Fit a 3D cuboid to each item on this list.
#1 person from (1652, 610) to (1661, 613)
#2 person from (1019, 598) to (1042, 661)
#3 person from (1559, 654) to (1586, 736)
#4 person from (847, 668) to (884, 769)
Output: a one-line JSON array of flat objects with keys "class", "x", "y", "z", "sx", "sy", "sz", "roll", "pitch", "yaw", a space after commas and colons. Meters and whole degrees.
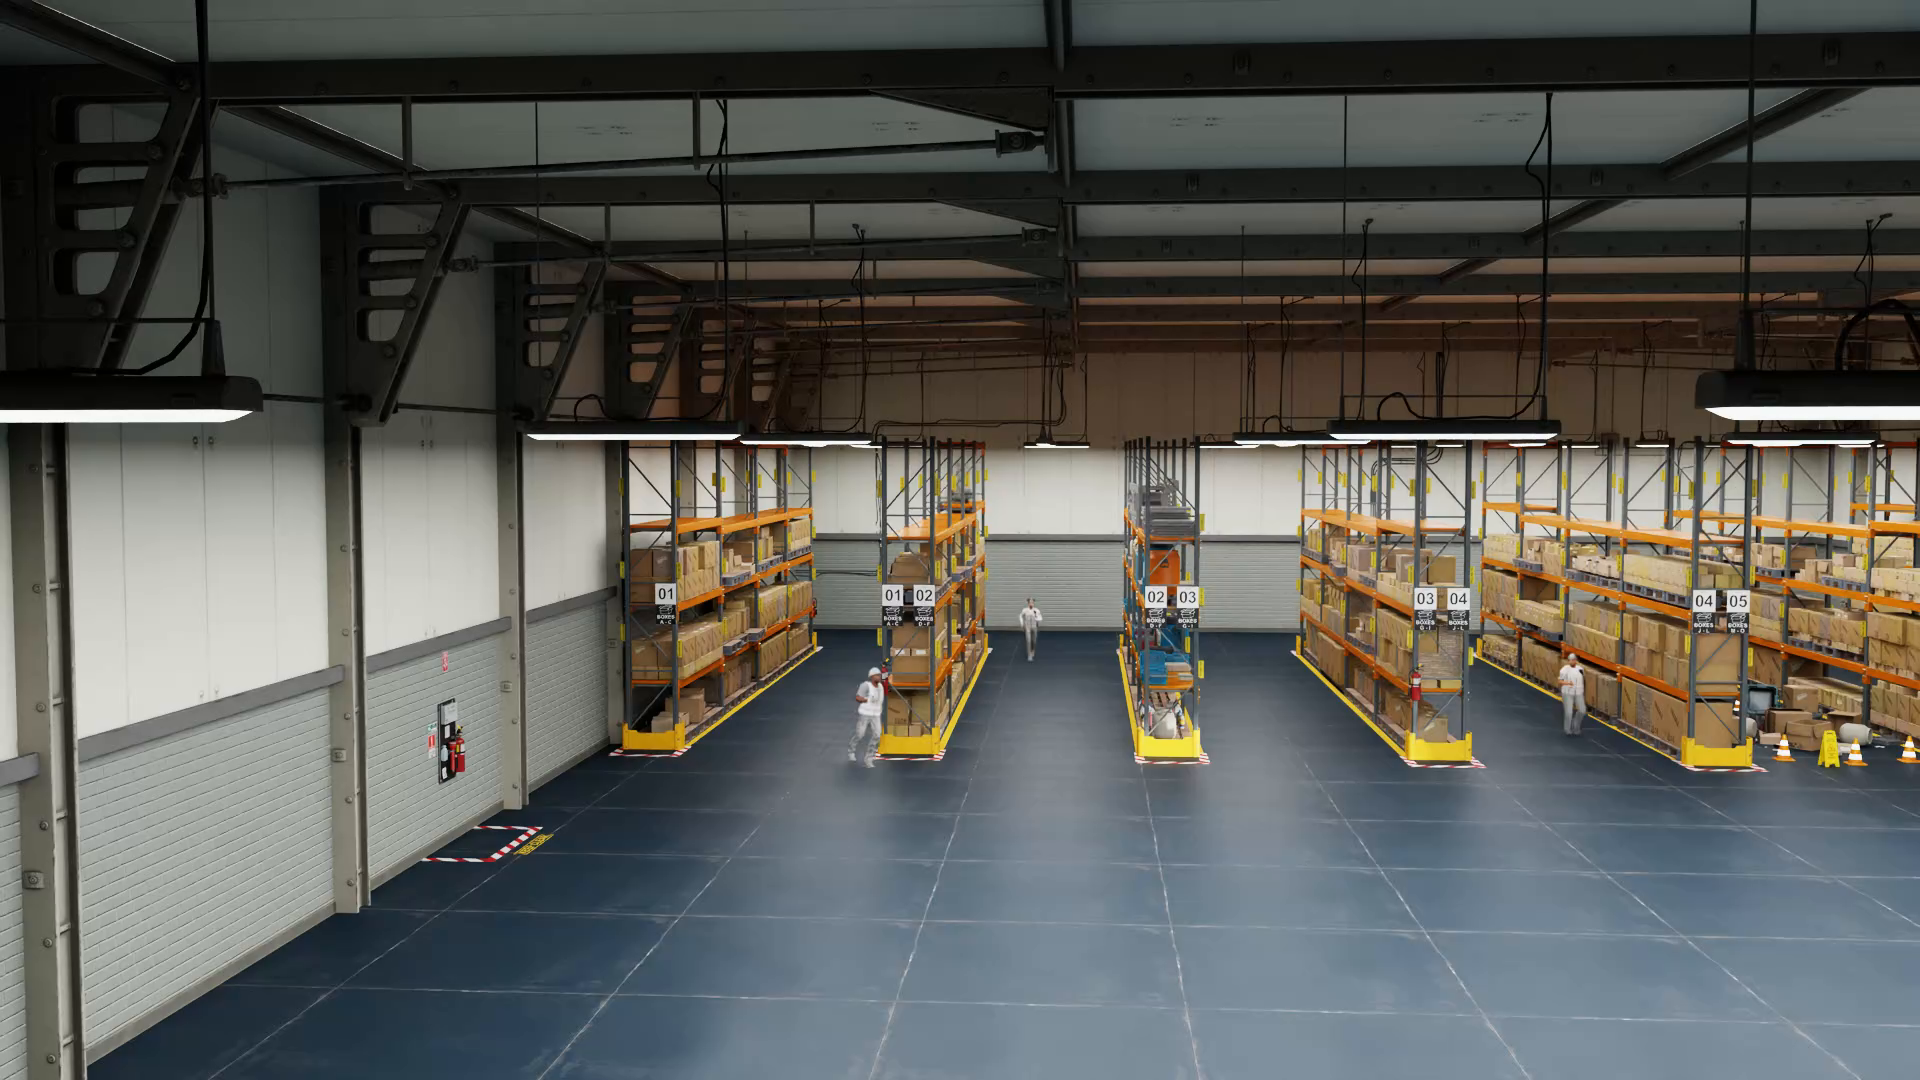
[{"class": "person", "x": 19.932, "y": 2.289, "z": 47.364, "sx": 0.929, "sy": 1.759, "sz": 0.723, "roll": 2, "pitch": 4, "yaw": 30}, {"class": "person", "x": 1.940, "y": 2.419, "z": 45.508, "sx": 0.611, "sy": 1.682, "sz": 0.939, "roll": 0, "pitch": 3, "yaw": -4}, {"class": "person", "x": 12.335, "y": 3.116, "z": 33.405, "sx": 0.587, "sy": 1.660, "sz": 0.610, "roll": 0, "pitch": 3, "yaw": 2}, {"class": "person", "x": -1.635, "y": 3.227, "z": 30.328, "sx": 0.676, "sy": 1.800, "sz": 0.744, "roll": -2, "pitch": 4, "yaw": -36}]
